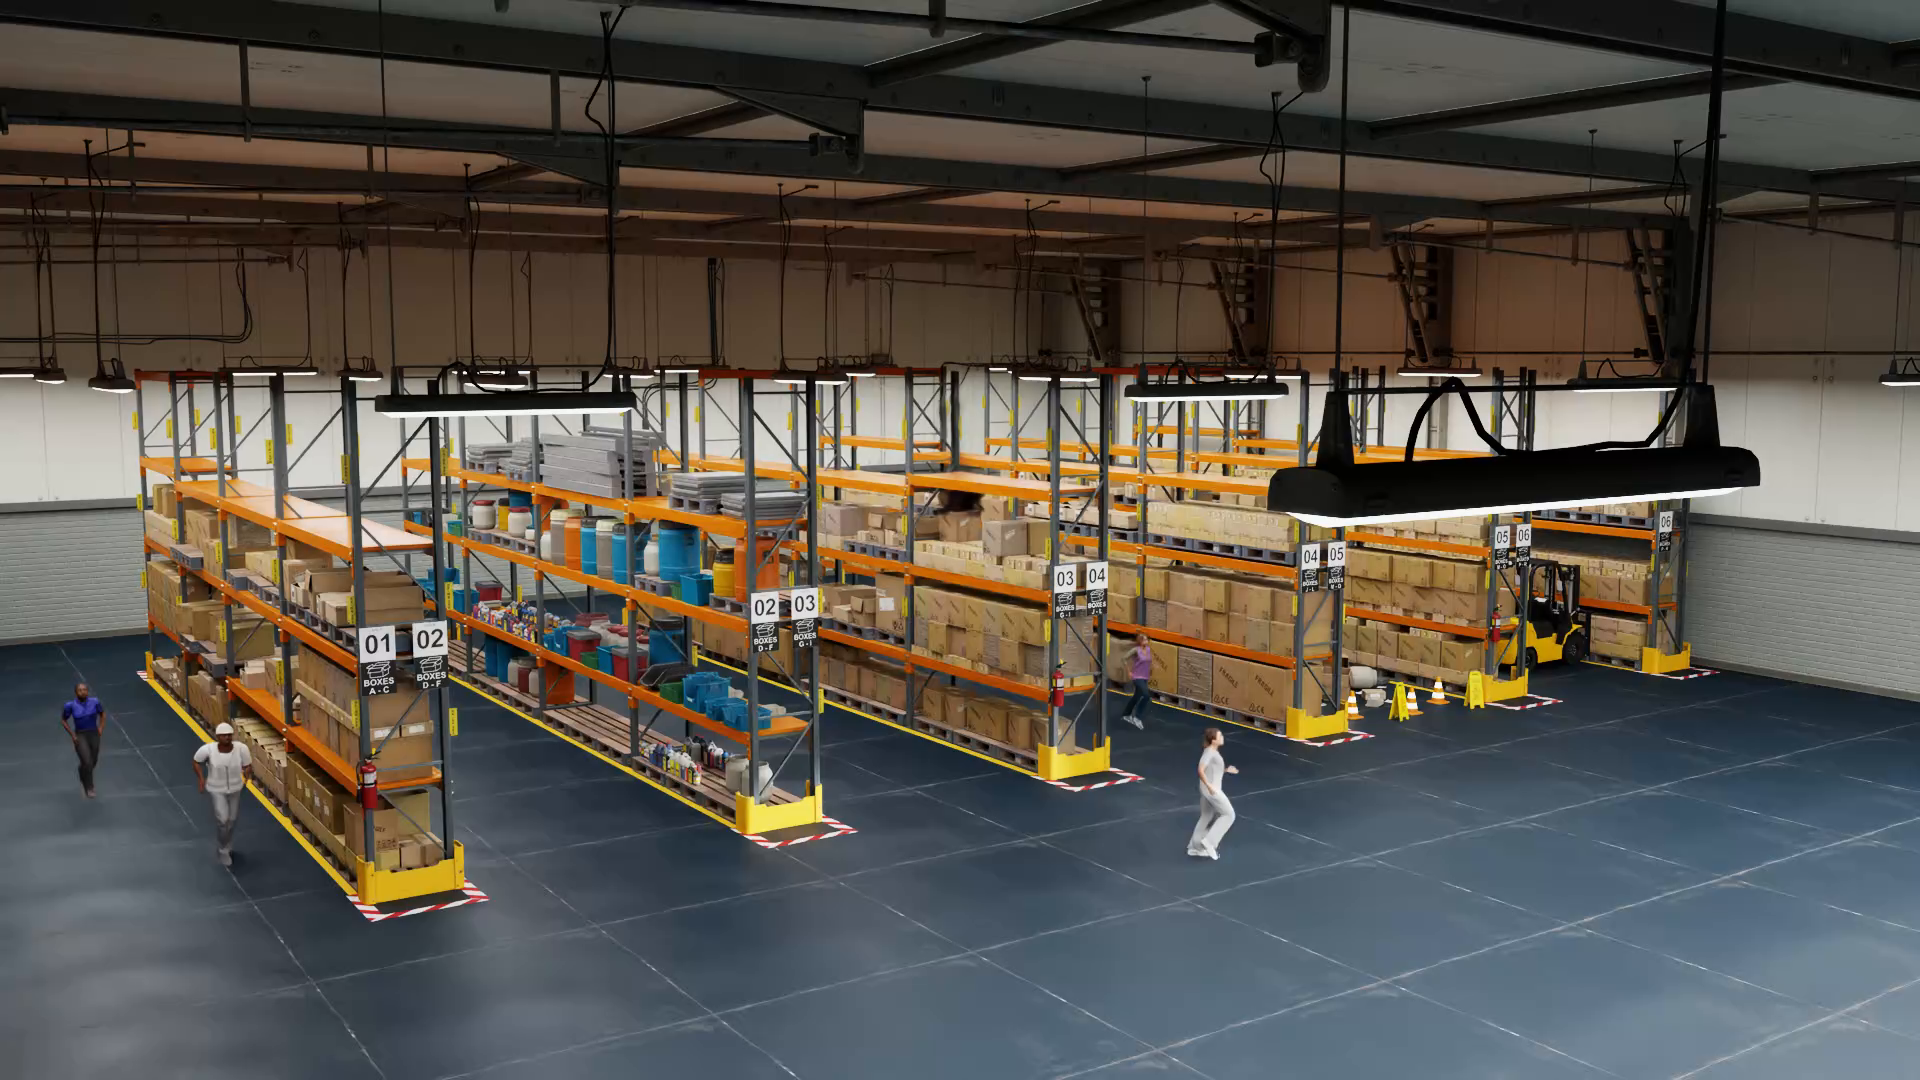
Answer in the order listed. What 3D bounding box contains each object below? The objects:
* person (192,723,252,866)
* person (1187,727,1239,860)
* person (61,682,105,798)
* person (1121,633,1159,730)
[{"bbox_3d":[-9.143,3.150,20.713,0.626,1.813,0.865,-6,8,-40],"label":"person"},{"bbox_3d":[3.178,3.163,20.848,0.651,1.660,0.542,0,6,-3],"label":"person"},{"bbox_3d":[-12.581,2.843,23.876,0.576,1.666,0.730,-6,9,-42],"label":"person"},{"bbox_3d":[3.048,2.371,28.120,0.698,1.620,0.527,6,9,41],"label":"person"}]
